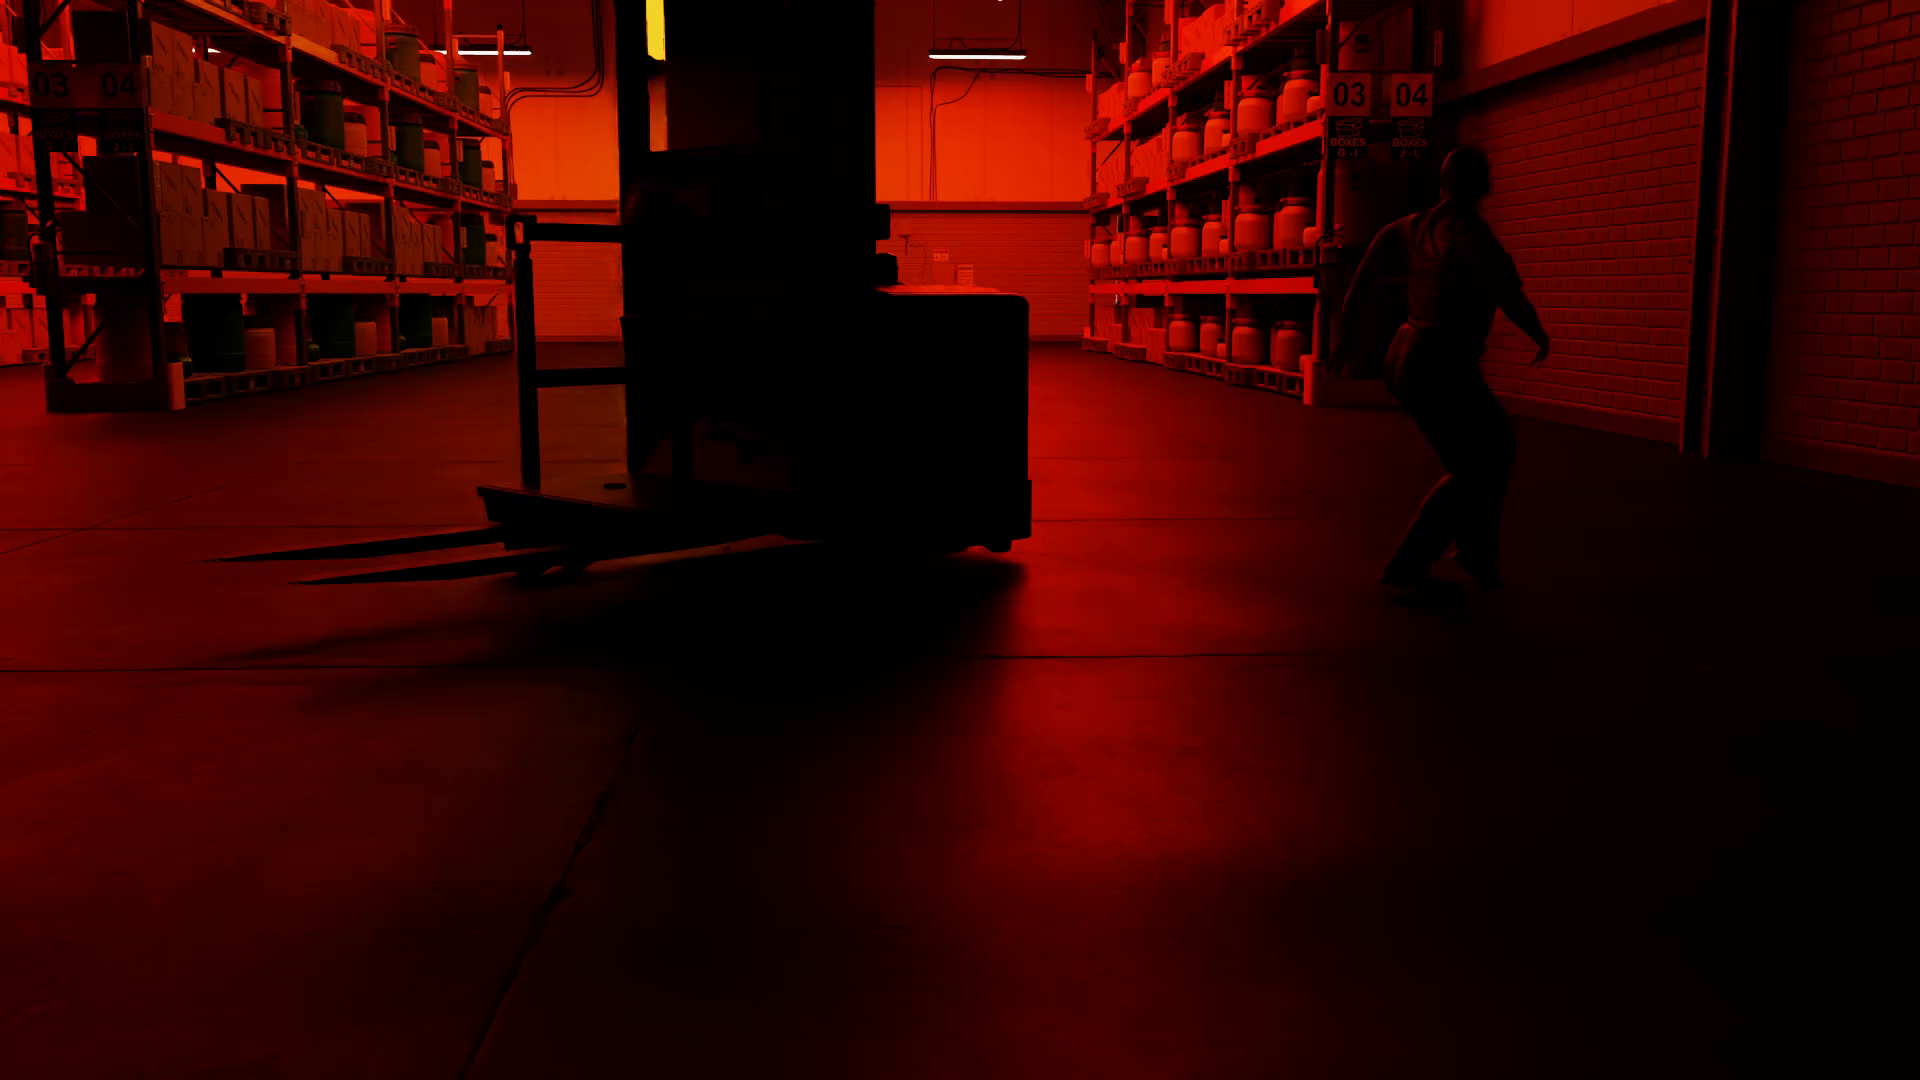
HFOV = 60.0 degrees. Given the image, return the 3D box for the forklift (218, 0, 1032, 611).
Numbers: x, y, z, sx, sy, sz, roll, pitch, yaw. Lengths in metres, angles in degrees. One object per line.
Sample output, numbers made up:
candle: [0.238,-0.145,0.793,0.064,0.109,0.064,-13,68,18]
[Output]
forklift: [-1.104,-1.293,6.038,3.031,2.935,1.130,-8,12,-44]

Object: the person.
person: [1.735,-0.566,5.950,0.736,1.651,0.569,0,8,-2]
